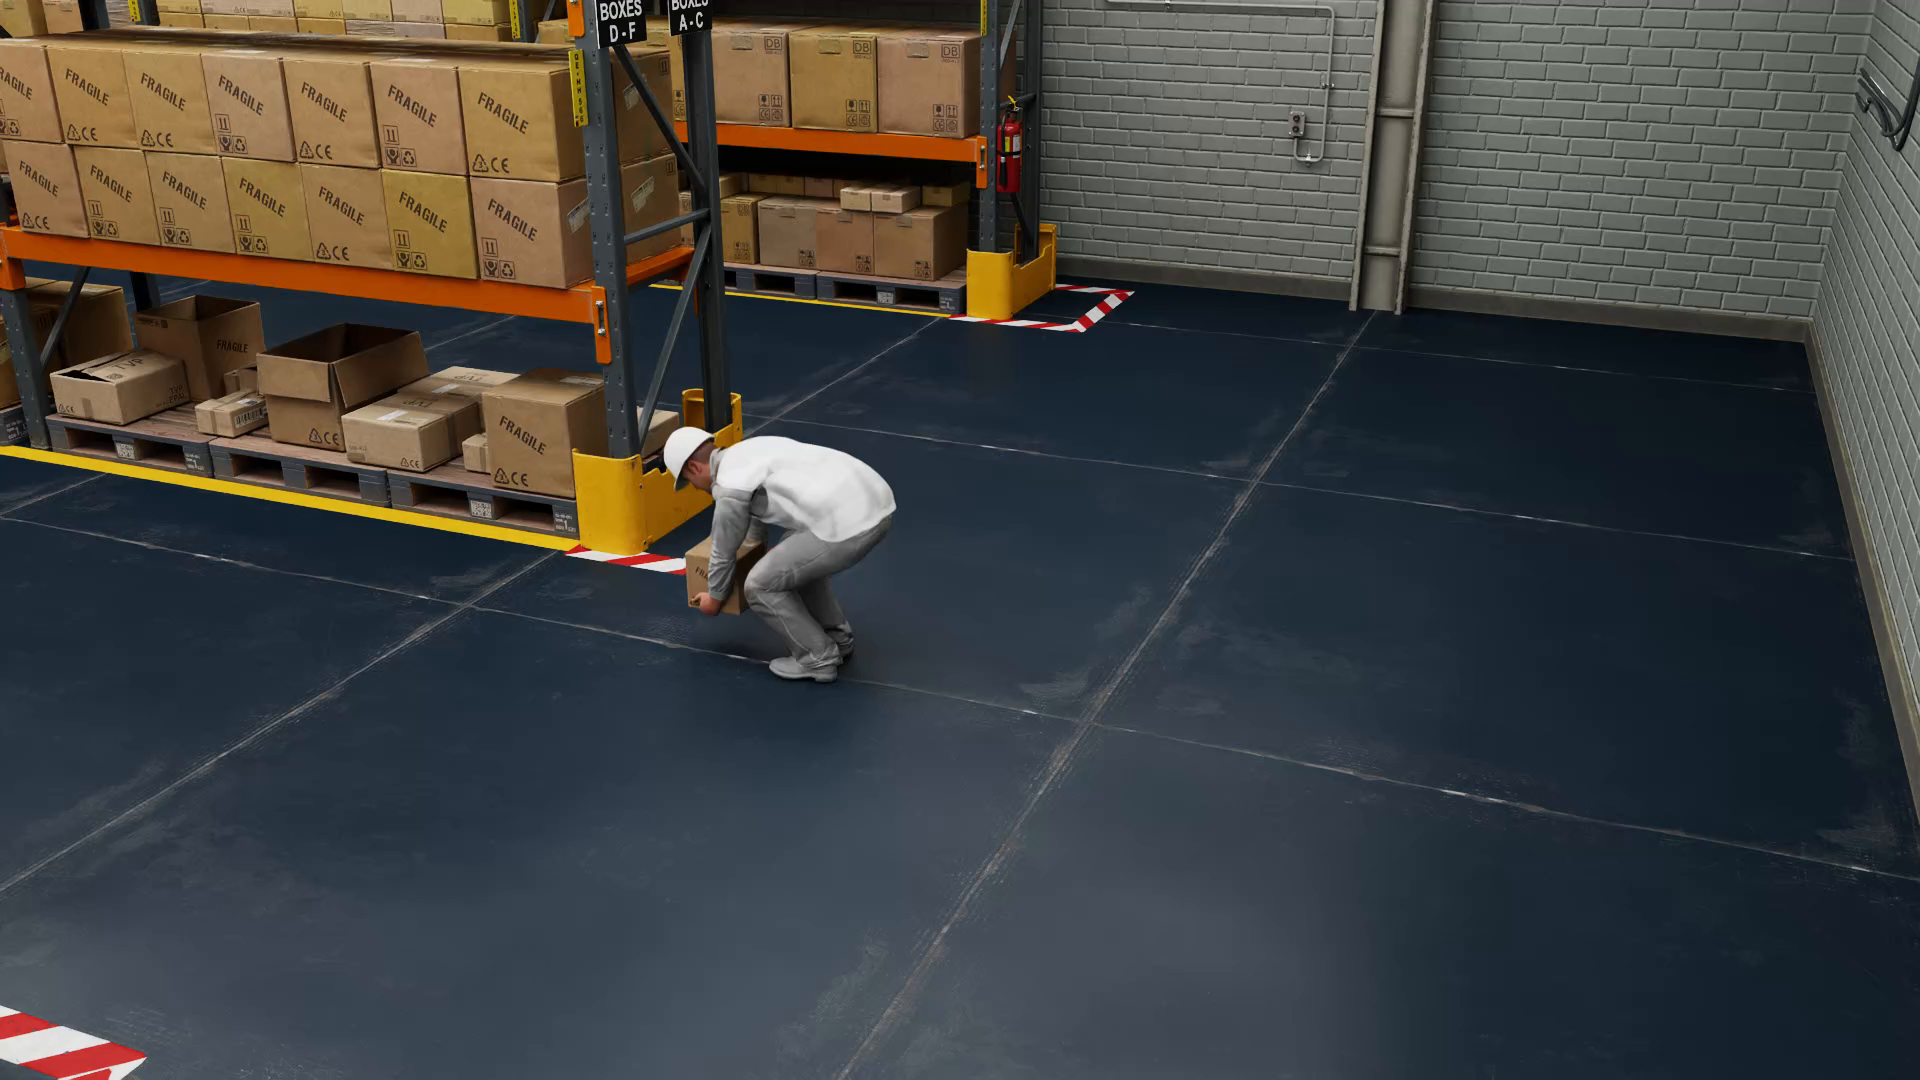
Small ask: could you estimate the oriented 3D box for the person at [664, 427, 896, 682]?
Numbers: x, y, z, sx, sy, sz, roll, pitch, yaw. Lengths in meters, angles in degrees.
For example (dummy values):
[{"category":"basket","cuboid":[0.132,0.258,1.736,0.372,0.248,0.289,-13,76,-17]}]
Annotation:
[{"category":"person","cuboid":[-0.767,0.044,6.978,0.987,0.996,0.513,8,23,18]}]
